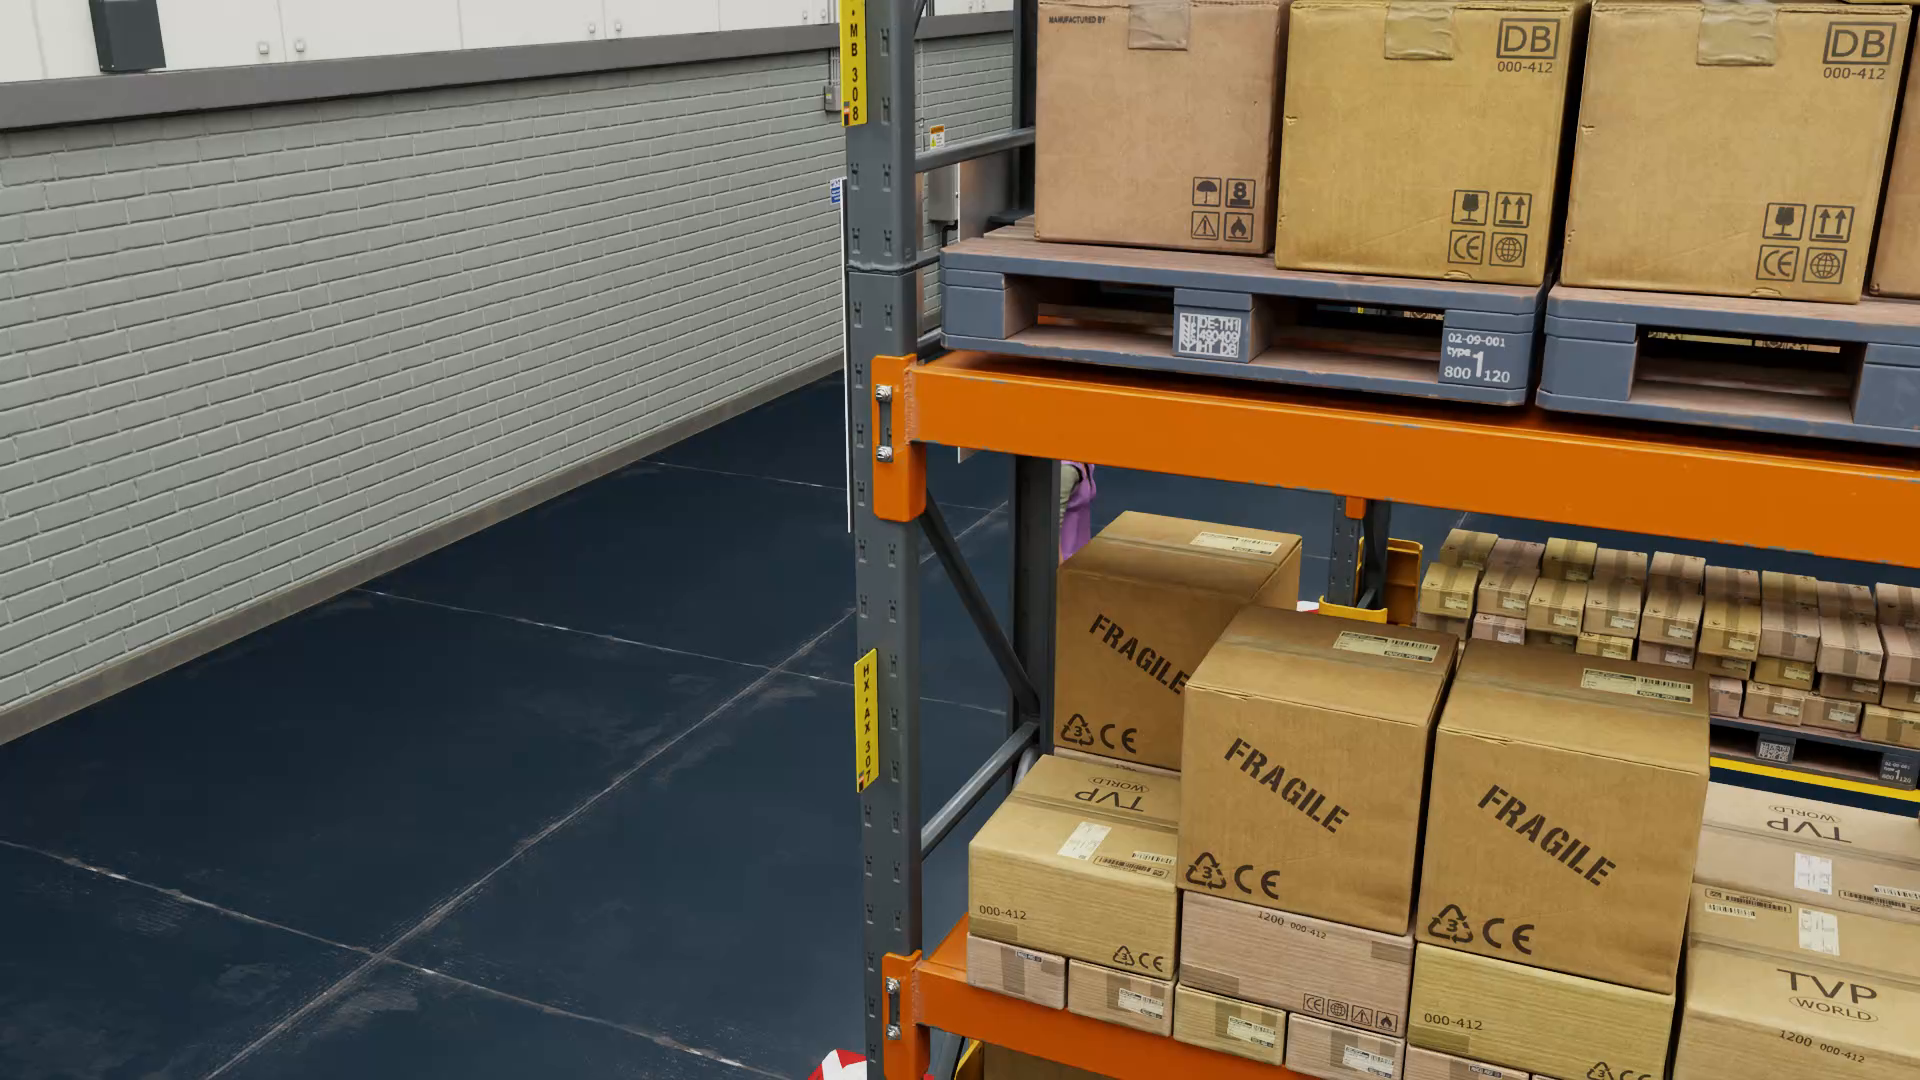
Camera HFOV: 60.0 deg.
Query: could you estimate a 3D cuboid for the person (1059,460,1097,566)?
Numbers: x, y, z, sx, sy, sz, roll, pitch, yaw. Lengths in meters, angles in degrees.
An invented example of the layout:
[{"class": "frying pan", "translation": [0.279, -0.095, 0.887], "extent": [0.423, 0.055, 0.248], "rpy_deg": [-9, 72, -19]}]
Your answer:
[{"class": "person", "translation": [0.538, 0.106, 8.283], "extent": [0.345, 1.592, 0.484], "rpy_deg": [7, 21, 20]}]
